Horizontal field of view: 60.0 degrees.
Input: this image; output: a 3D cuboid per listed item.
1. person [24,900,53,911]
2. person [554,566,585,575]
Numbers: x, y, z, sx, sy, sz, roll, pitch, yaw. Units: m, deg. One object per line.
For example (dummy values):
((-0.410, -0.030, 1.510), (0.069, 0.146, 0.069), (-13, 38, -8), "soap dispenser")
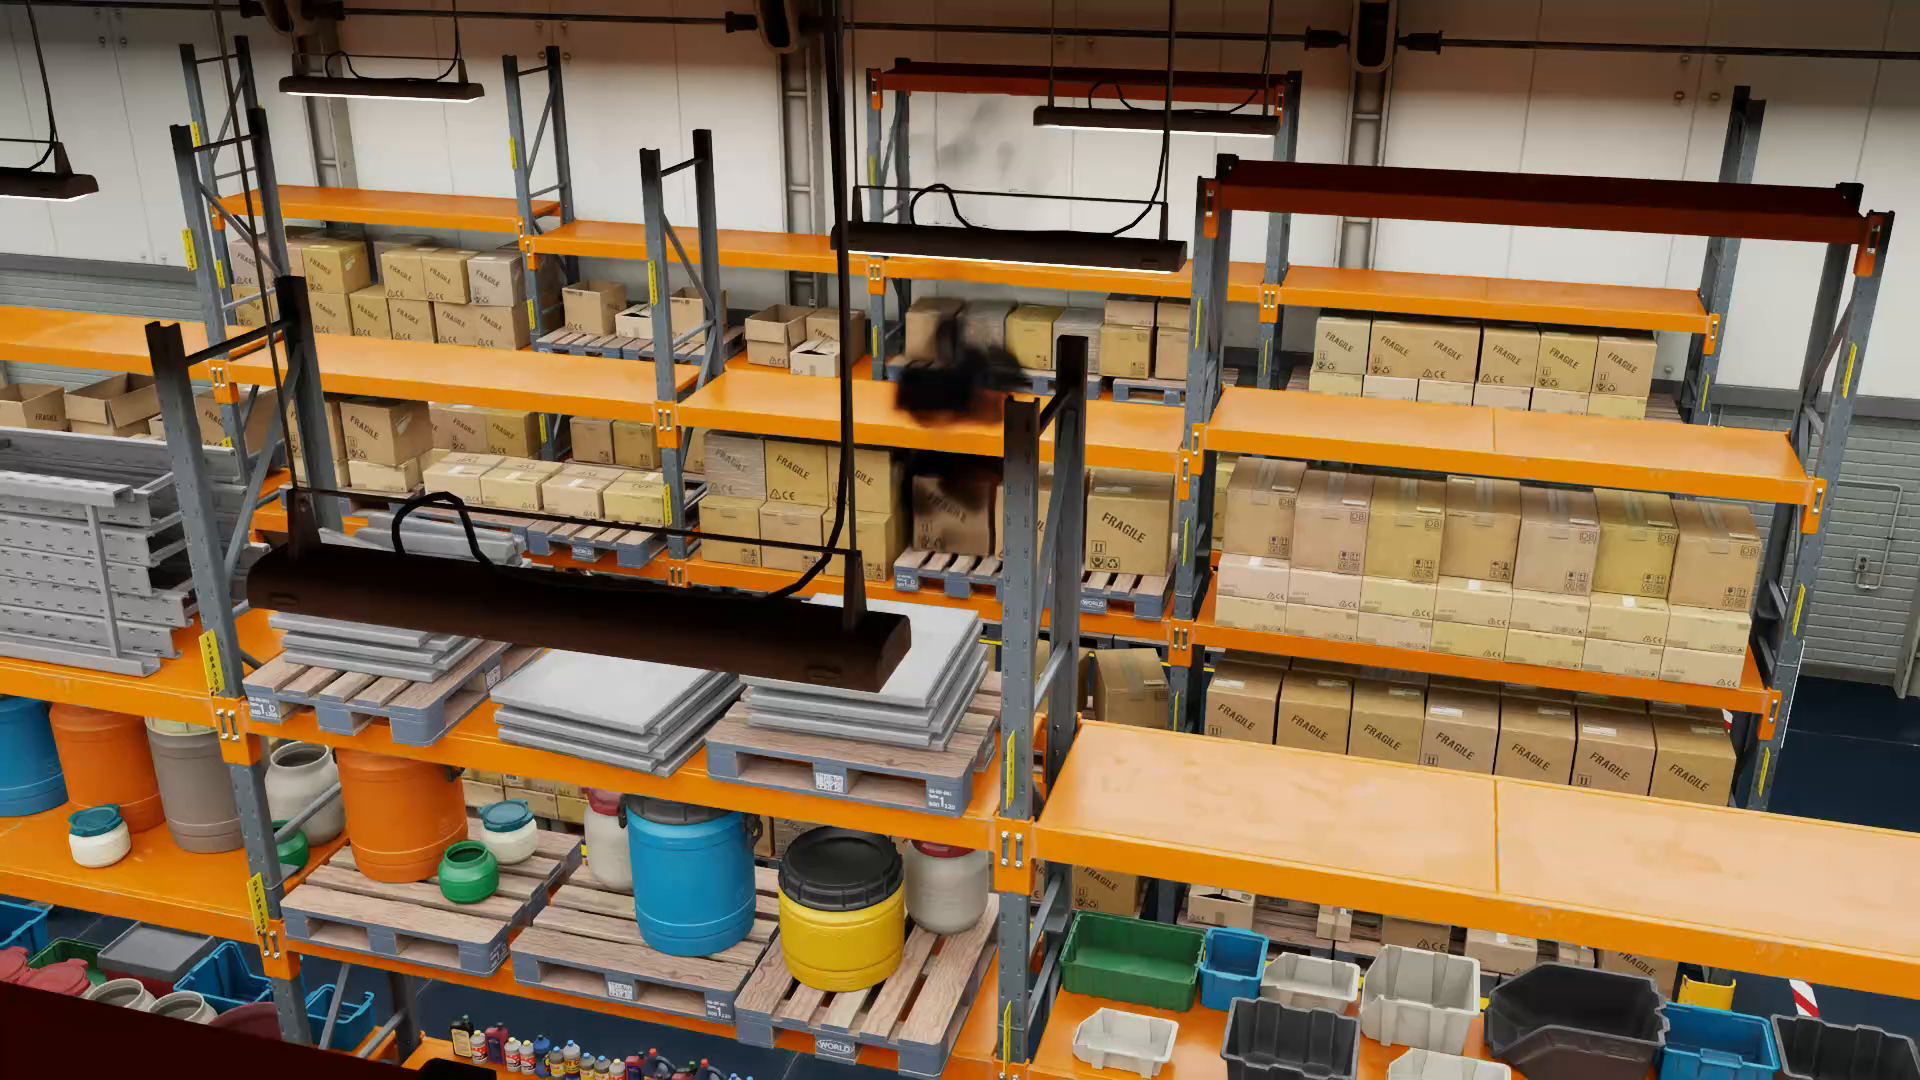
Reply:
((-7.223, 2.260, 13.171), (0.859, 1.702, 0.625), (2, 23, 6), "person")
((-3.863, 0.864, 16.546), (0.875, 1.641, 0.589), (2, 23, 6), "person")
